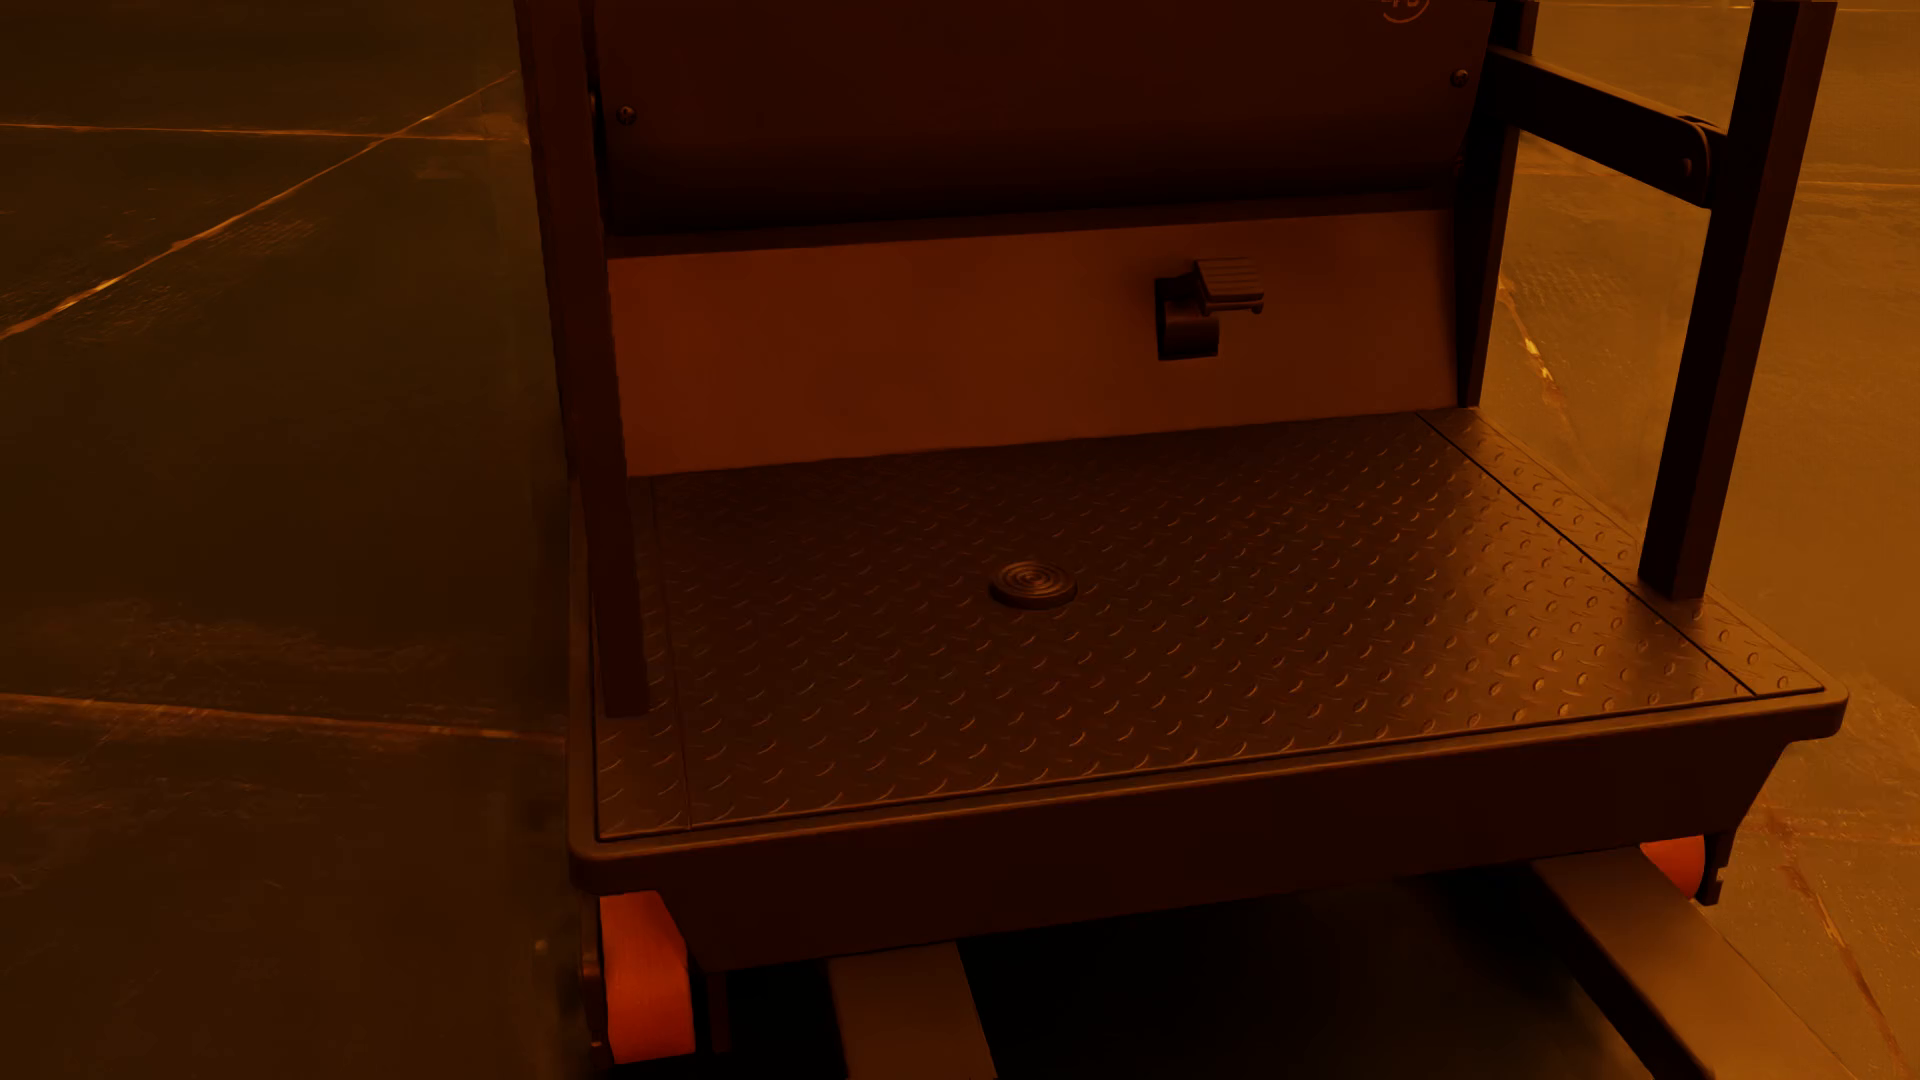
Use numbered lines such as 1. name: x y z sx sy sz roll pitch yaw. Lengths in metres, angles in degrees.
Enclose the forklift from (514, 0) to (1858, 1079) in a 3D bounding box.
1. forklift: 0.144 -1.013 1.248 1.130 2.935 3.031 -5 27 -11
